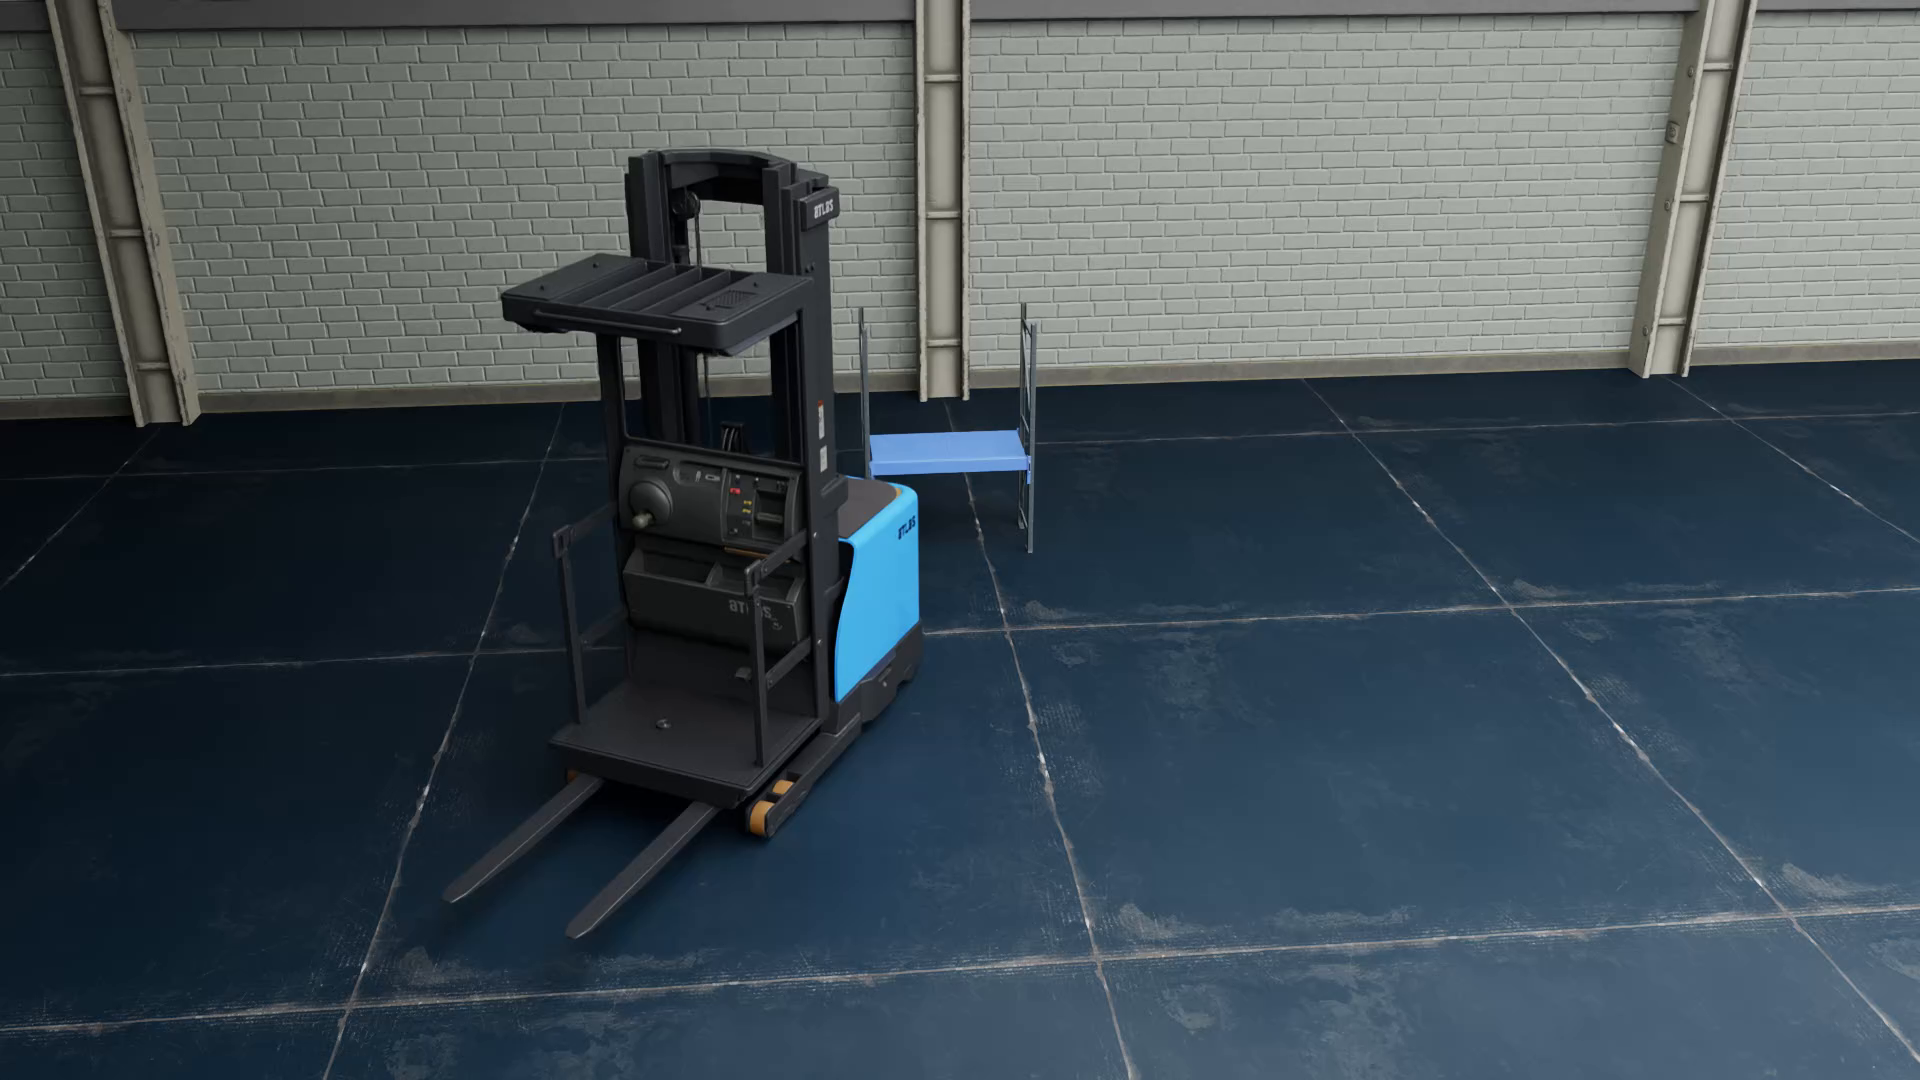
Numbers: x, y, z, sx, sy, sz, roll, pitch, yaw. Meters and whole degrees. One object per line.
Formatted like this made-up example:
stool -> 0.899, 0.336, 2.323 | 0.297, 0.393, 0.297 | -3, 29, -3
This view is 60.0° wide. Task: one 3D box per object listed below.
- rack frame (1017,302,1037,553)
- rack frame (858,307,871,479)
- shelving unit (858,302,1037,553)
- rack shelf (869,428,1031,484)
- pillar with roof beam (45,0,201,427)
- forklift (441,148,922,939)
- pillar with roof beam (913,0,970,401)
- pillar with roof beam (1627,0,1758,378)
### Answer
rack frame -> 0.421, -0.702, 10.483 | 0.032, 1.500, 0.500 | -2, 24, -5
rack frame -> -0.591, -0.662, 10.392 | 0.032, 1.500, 0.500 | -2, 24, -5
shelving unit -> -0.085, -0.682, 10.438 | 1.048, 1.500, 0.538 | -2, 24, -5
rack shelf -> -0.085, -0.518, 10.511 | 1.000, 0.185, 0.538 | -2, 24, -5
pillar with roof beam -> -5.685, -3.305, 7.105 | 0.400, 9.000, 9.100 | -2, 24, -5
forklift -> -1.248, -0.166, 7.515 | 1.130, 2.935, 3.031 | 10, 26, 21
pillar with roof beam -> 0.286, -3.544, 7.644 | 0.400, 9.000, 9.100 | -2, 24, -5
pillar with roof beam -> 6.257, -3.784, 8.183 | 0.400, 9.000, 9.100 | -2, 24, -5
